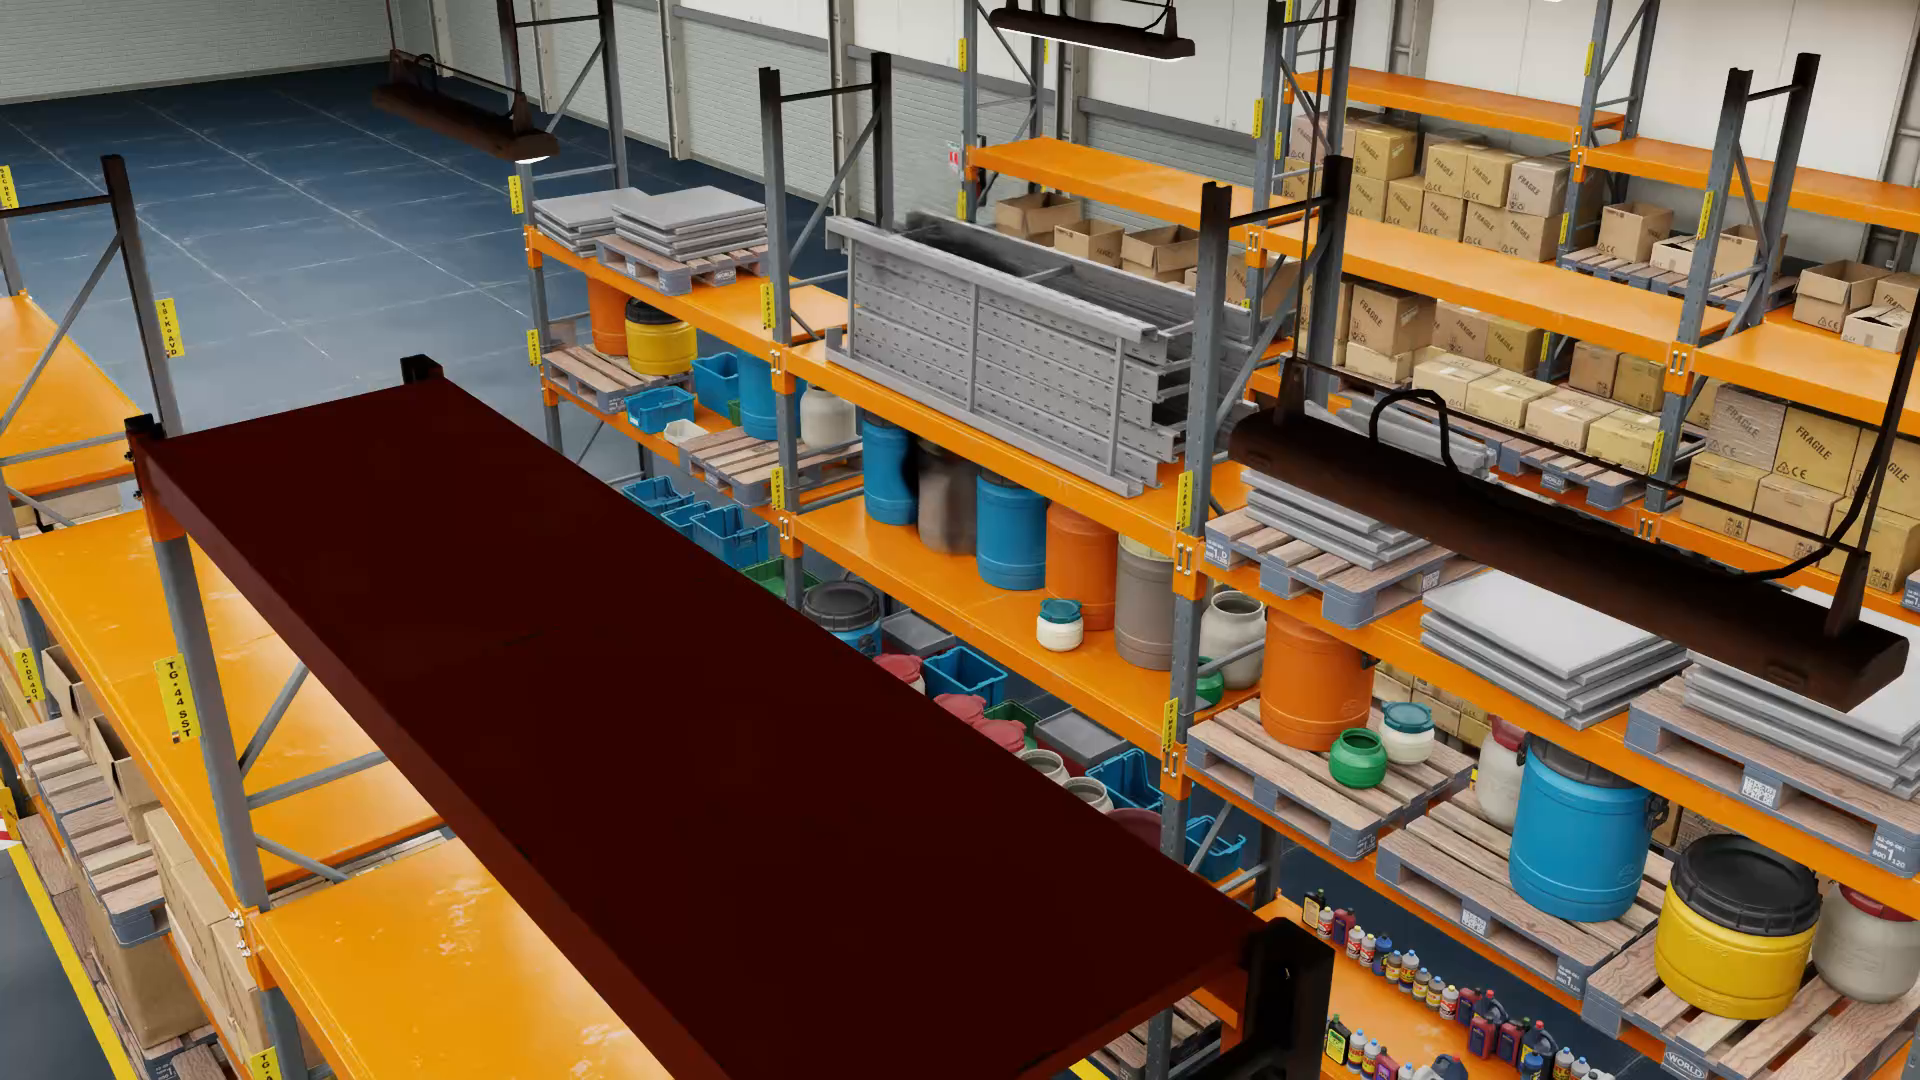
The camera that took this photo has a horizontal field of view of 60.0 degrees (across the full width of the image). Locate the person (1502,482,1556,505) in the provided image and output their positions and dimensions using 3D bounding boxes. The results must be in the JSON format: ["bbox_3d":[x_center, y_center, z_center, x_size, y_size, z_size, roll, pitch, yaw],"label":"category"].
[{"bbox_3d":[5.483,-0.065,16.333,0.881,1.817,0.681,22,33,37],"label":"person"}]
